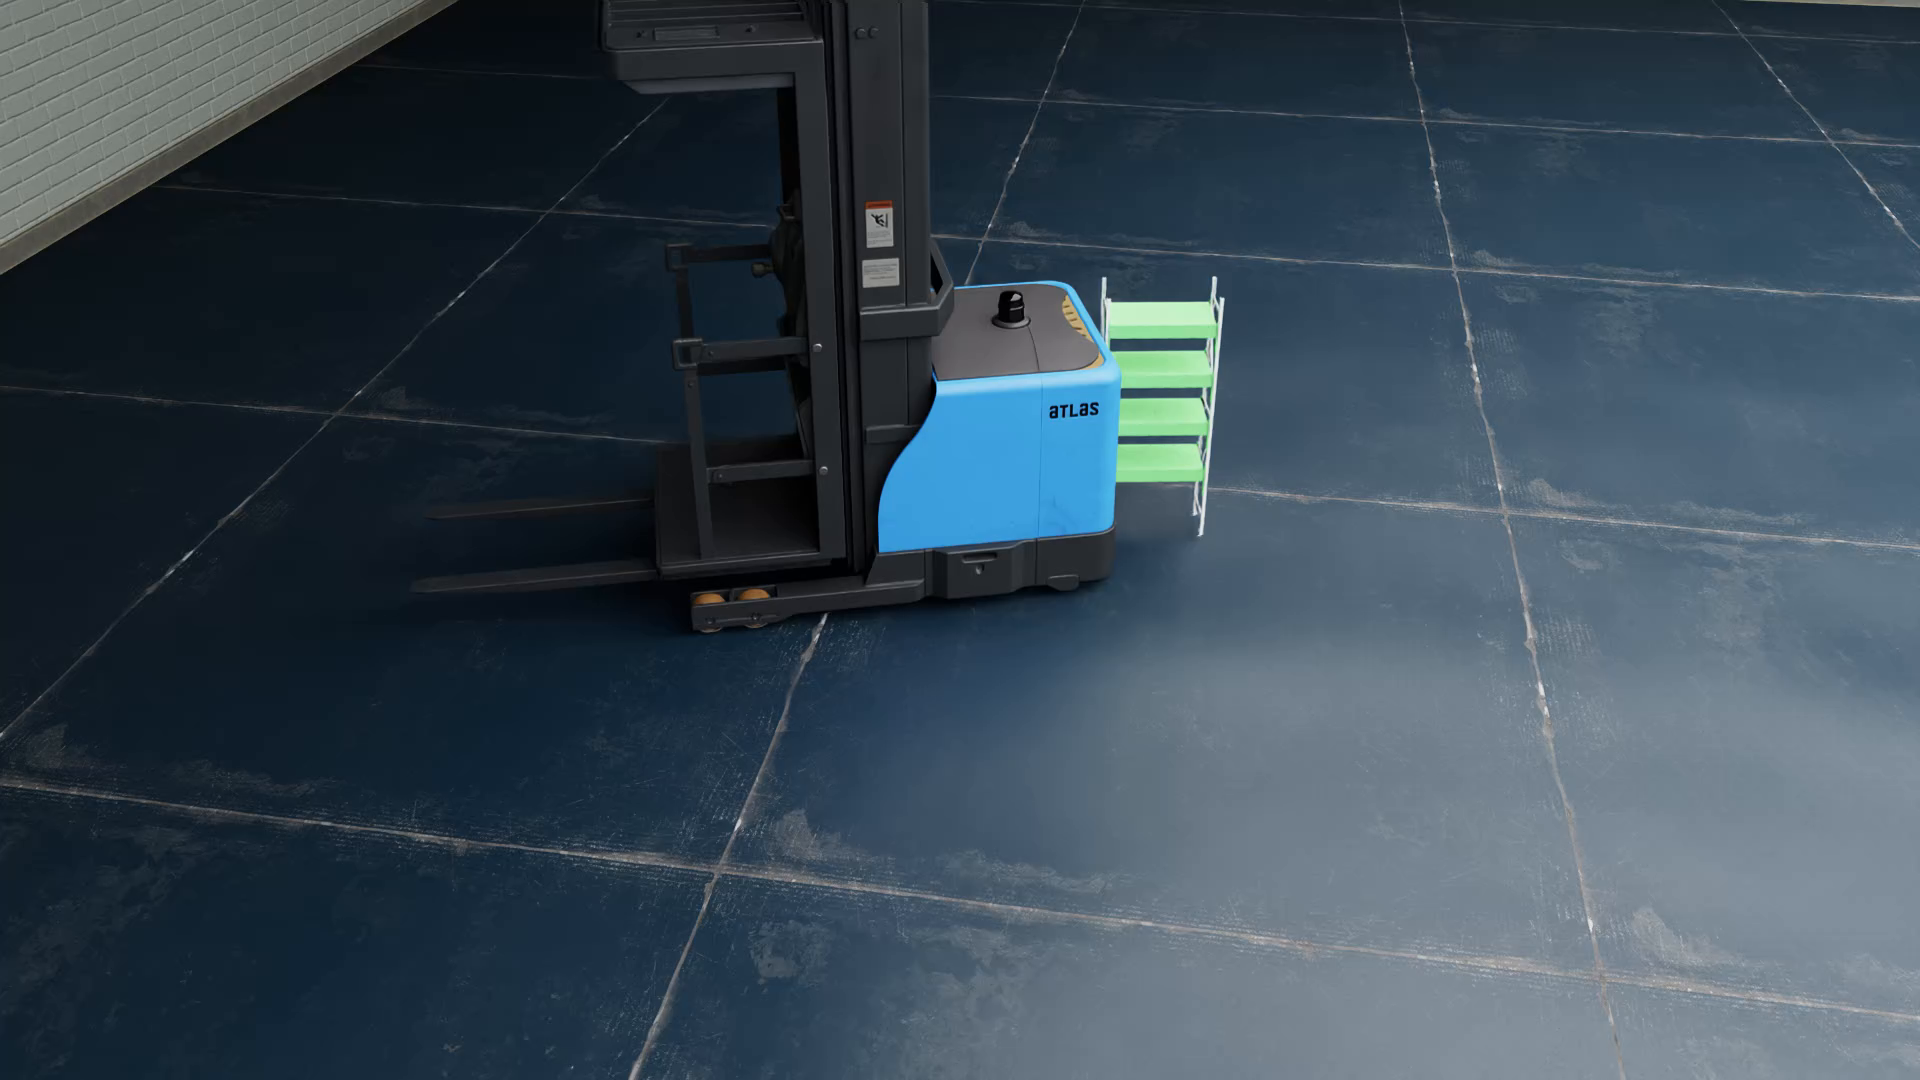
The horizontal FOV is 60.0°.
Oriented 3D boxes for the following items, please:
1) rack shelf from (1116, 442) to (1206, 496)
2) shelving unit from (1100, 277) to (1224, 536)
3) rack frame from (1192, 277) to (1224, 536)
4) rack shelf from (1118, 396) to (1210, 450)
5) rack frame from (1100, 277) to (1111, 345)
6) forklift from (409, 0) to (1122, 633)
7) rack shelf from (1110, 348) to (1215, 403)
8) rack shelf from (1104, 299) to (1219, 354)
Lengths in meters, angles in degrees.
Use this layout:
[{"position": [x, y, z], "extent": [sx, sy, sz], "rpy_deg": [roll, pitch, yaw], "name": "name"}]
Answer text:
[{"position": [0.881, -0.331, 7.721], "extent": [0.480, 0.148, 0.258], "rpy_deg": [0, 32, -1], "name": "rack shelf"}, {"position": [0.881, -0.589, 7.560], "extent": [0.503, 1.200, 0.258], "rpy_deg": [0, 32, -1], "name": "shelving unit"}, {"position": [1.125, -0.591, 7.563], "extent": [0.015, 1.200, 0.240], "rpy_deg": [0, 32, -1], "name": "rack frame"}, {"position": [0.881, -0.534, 7.593], "extent": [0.480, 0.148, 0.258], "rpy_deg": [0, 32, -1], "name": "rack shelf"}, {"position": [0.637, -0.587, 7.556], "extent": [0.015, 1.200, 0.240], "rpy_deg": [0, 32, -1], "name": "rack frame"}, {"position": [-0.880, -1.150, 6.824], "extent": [3.031, 2.935, 1.130], "rpy_deg": [-5, 32, -8], "name": "forklift"}, {"position": [0.881, -0.738, 7.466], "extent": [0.480, 0.148, 0.258], "rpy_deg": [0, 32, -1], "name": "rack shelf"}, {"position": [0.881, -0.941, 7.339], "extent": [0.480, 0.148, 0.258], "rpy_deg": [0, 32, -1], "name": "rack shelf"}]
